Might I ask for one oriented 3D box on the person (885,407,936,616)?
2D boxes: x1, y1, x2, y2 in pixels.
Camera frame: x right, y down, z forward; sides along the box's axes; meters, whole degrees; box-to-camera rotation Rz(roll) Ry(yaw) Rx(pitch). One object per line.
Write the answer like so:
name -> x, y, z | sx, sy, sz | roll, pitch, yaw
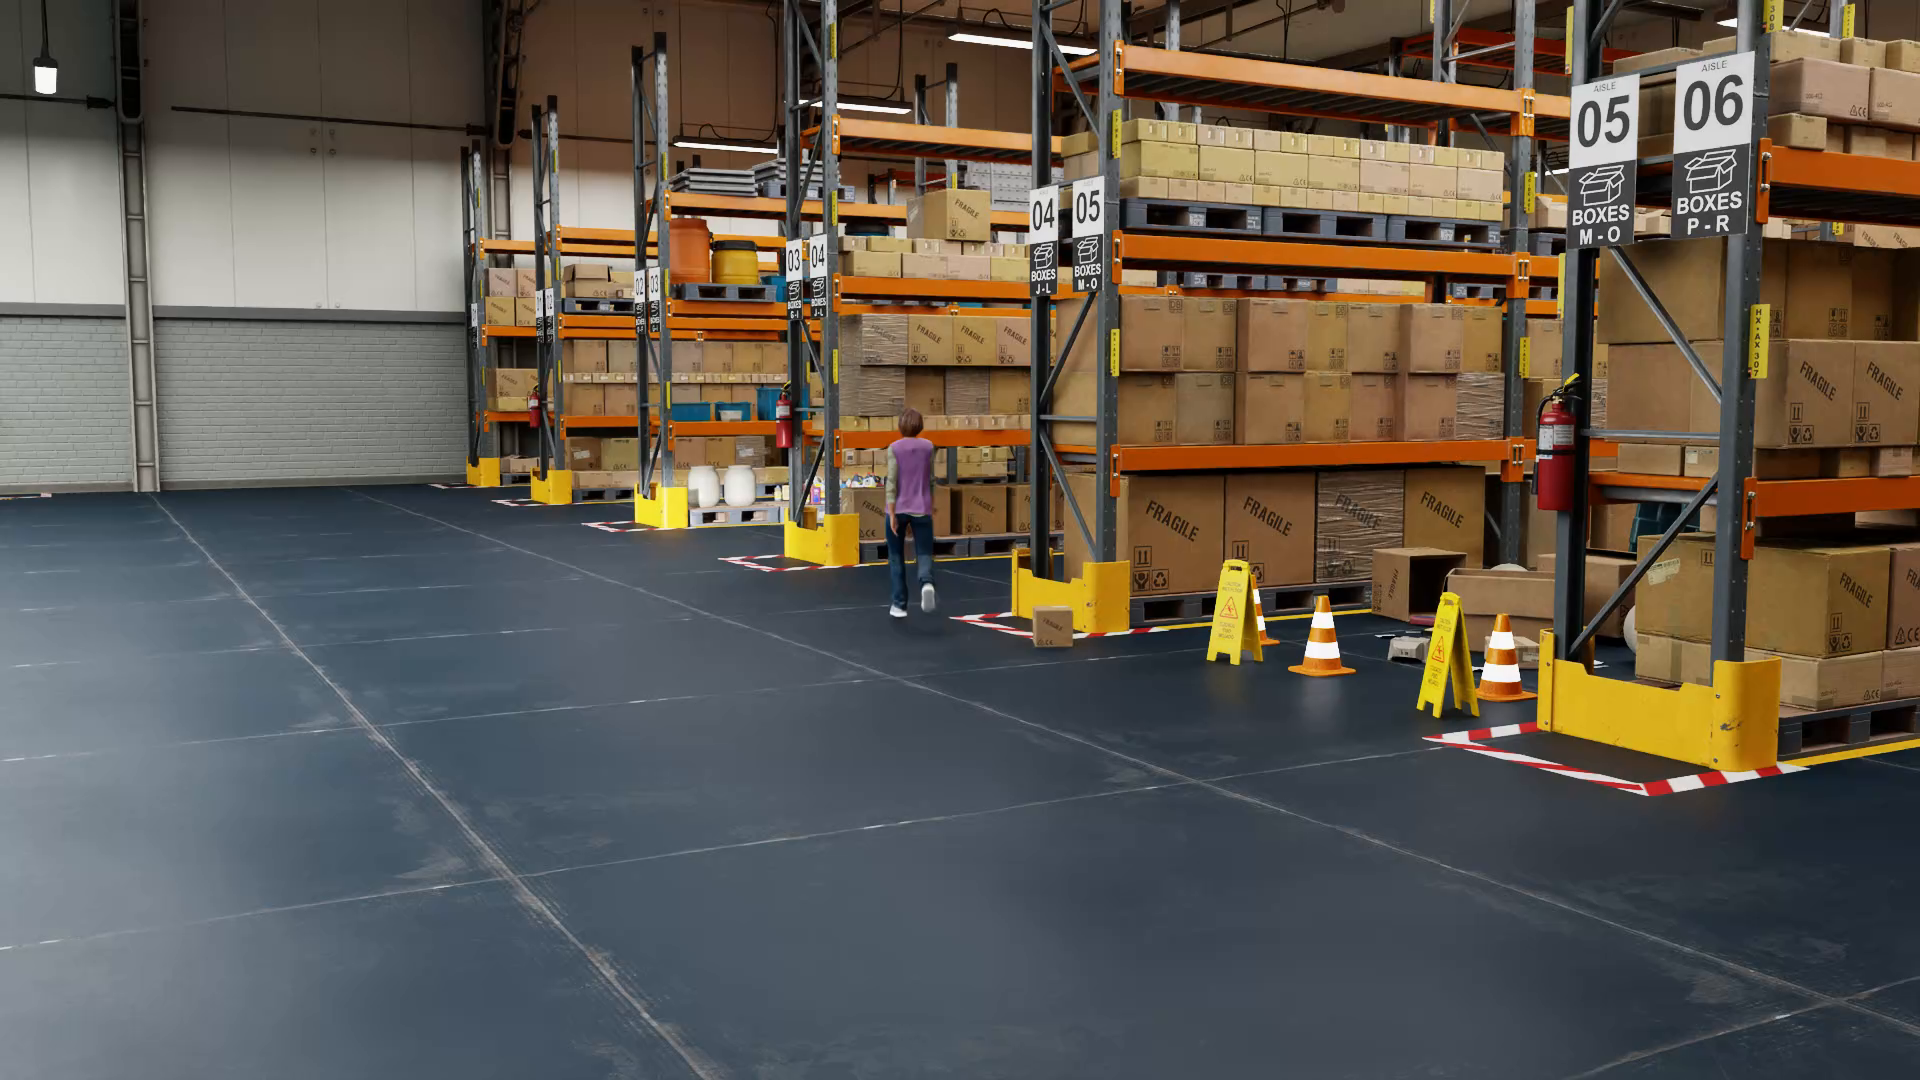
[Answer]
person -> -0.354, -0.188, 12.190 | 0.394, 1.557, 0.750 | -1, 5, -11
